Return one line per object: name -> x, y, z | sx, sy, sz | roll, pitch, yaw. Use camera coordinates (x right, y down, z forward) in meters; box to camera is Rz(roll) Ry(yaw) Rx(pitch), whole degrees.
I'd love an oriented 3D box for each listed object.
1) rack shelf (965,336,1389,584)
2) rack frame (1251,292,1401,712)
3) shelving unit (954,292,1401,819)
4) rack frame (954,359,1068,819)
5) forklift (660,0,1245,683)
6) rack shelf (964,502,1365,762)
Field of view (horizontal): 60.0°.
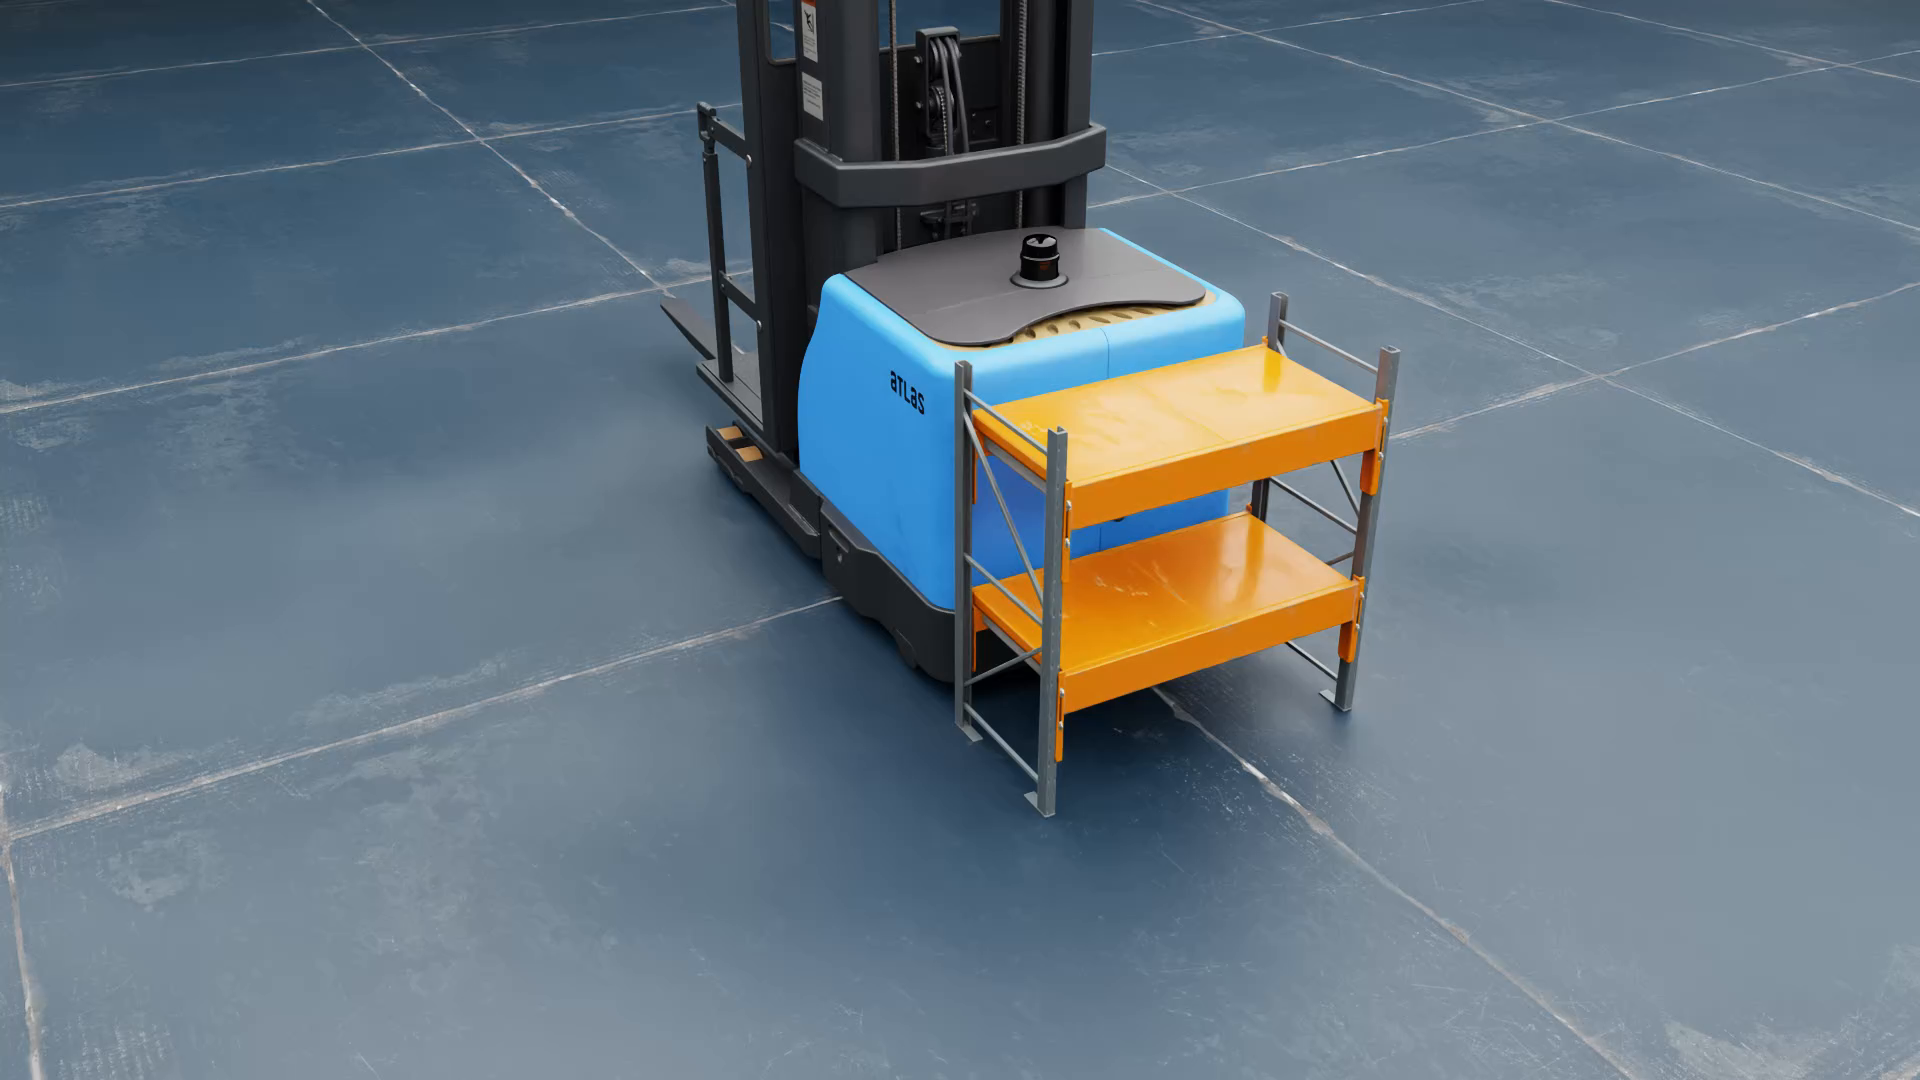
rack shelf -> 0.564, -0.237, 4.410 | 1.000, 0.278, 0.538 | -15, 32, -25
rack frame -> 1.009, -0.100, 4.767 | 0.032, 1.125, 0.500 | -15, 32, -25
shelving unit -> 0.564, 0.019, 4.552 | 1.048, 1.125, 0.538 | -15, 32, -25
rack frame -> 0.119, 0.138, 4.336 | 0.032, 1.125, 0.500 | -15, 32, -25
forklift -> -0.289, -1.549, 5.524 | 1.130, 2.935, 3.031 | -14, 32, -24
rack shelf -> 0.564, 0.233, 4.670 | 1.000, 0.278, 0.538 | -15, 32, -25
